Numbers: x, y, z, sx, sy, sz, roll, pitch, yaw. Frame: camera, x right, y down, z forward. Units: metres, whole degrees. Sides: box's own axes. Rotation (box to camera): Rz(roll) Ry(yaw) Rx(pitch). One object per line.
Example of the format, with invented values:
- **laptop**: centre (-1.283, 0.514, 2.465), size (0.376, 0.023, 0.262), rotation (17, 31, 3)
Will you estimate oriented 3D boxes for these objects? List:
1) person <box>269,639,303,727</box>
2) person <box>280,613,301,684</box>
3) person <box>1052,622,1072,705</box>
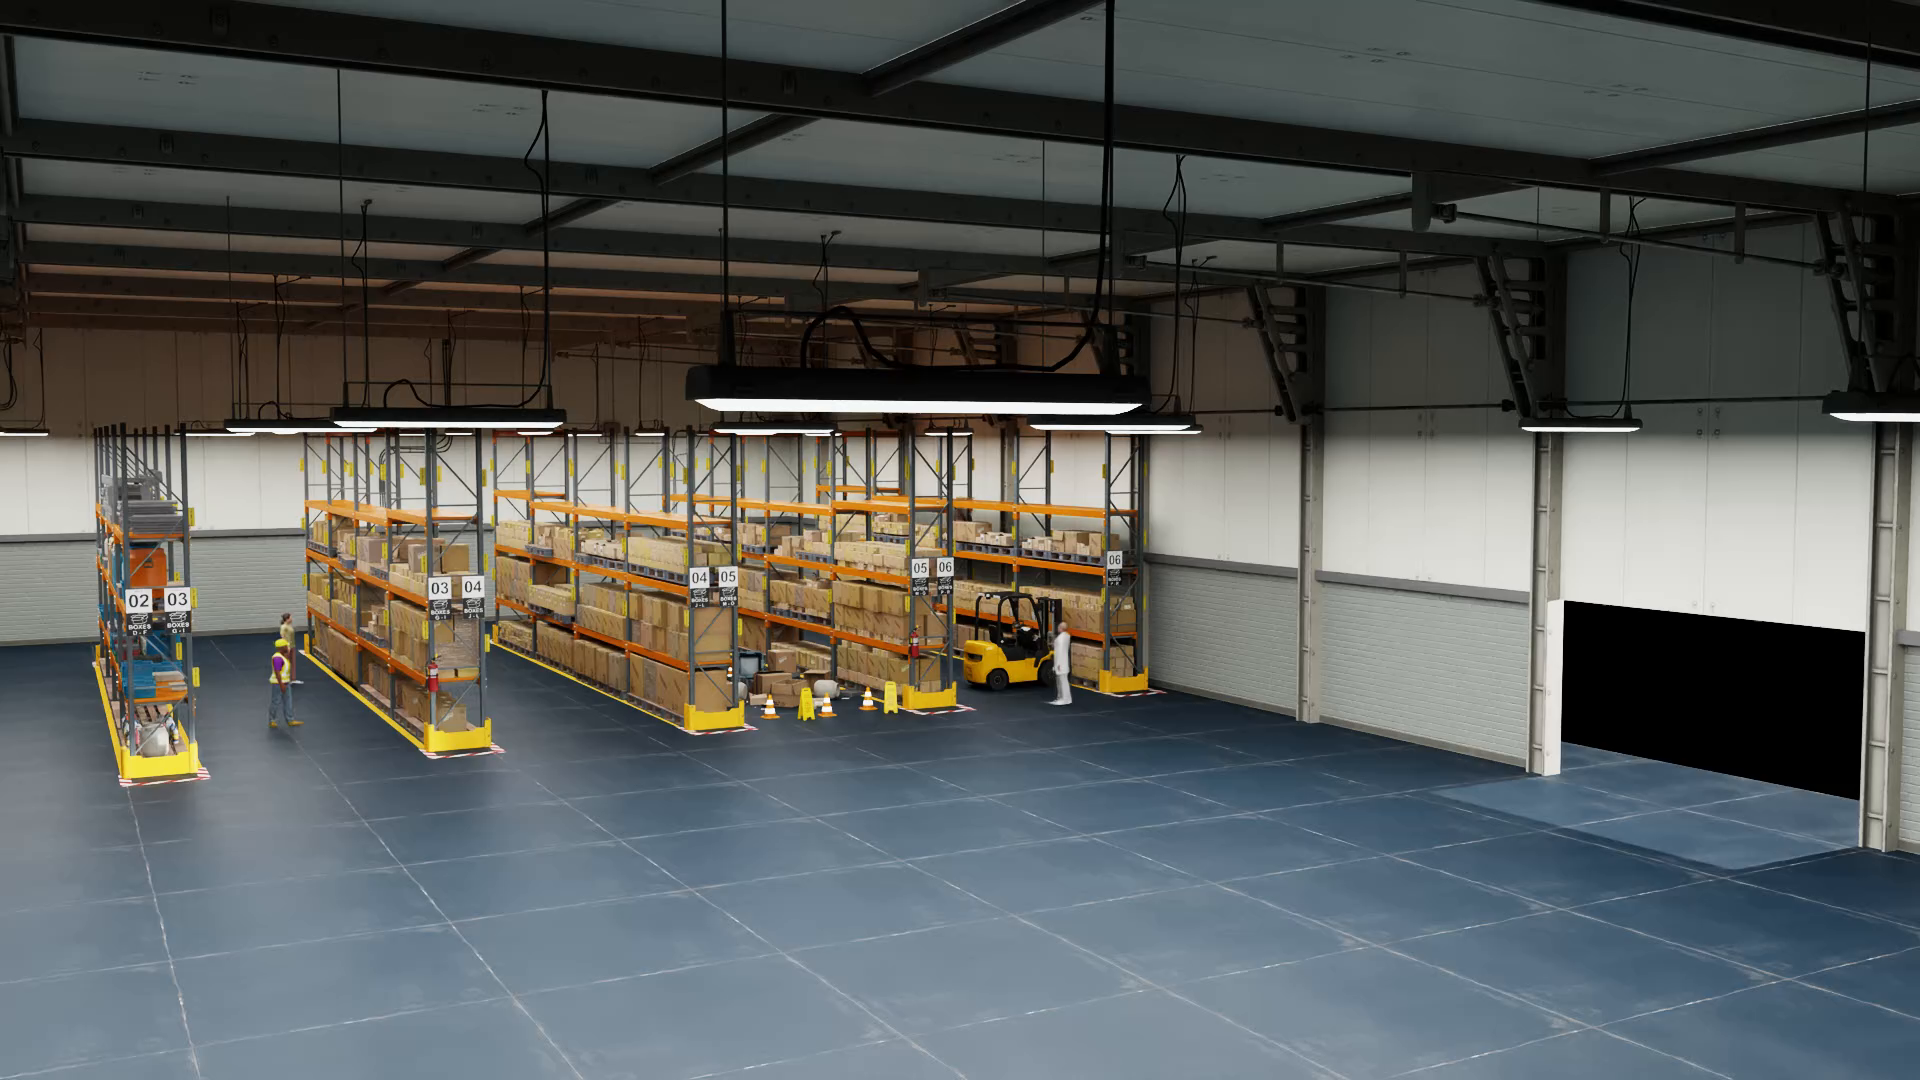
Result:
- **person**: centre (-13.472, 2.850, 33.047), size (0.603, 1.765, 0.594), rotation (0, 3, 7)
- **person**: centre (-15.667, 2.539, 38.788), size (0.412, 1.680, 0.476), rotation (1, 4, 18)
- **person**: centre (2.198, 2.666, 35.902), size (0.425, 1.816, 0.673), rotation (0, 3, -1)
